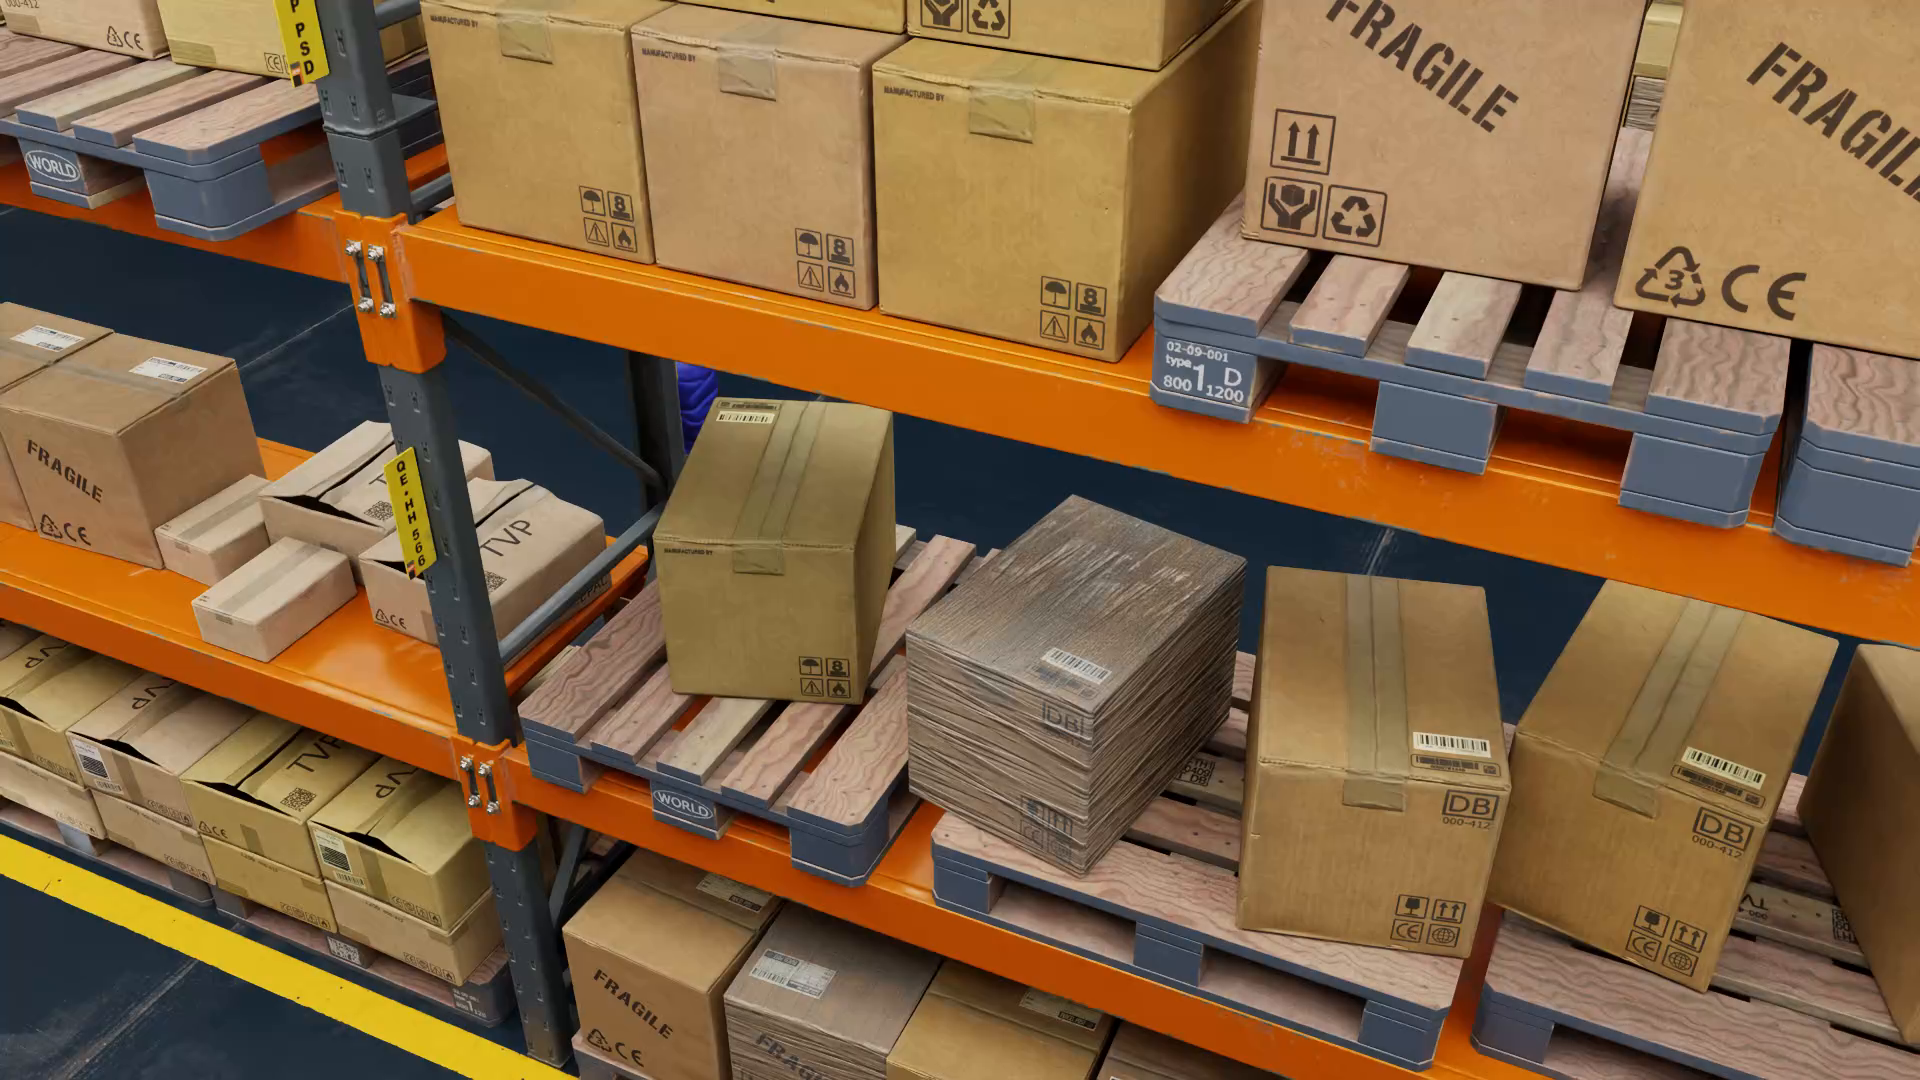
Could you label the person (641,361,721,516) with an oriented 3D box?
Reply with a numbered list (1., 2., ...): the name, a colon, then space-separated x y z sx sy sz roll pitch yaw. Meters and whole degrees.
1. person: -1.091 -0.264 6.540 0.350 1.654 0.506 13 36 19
